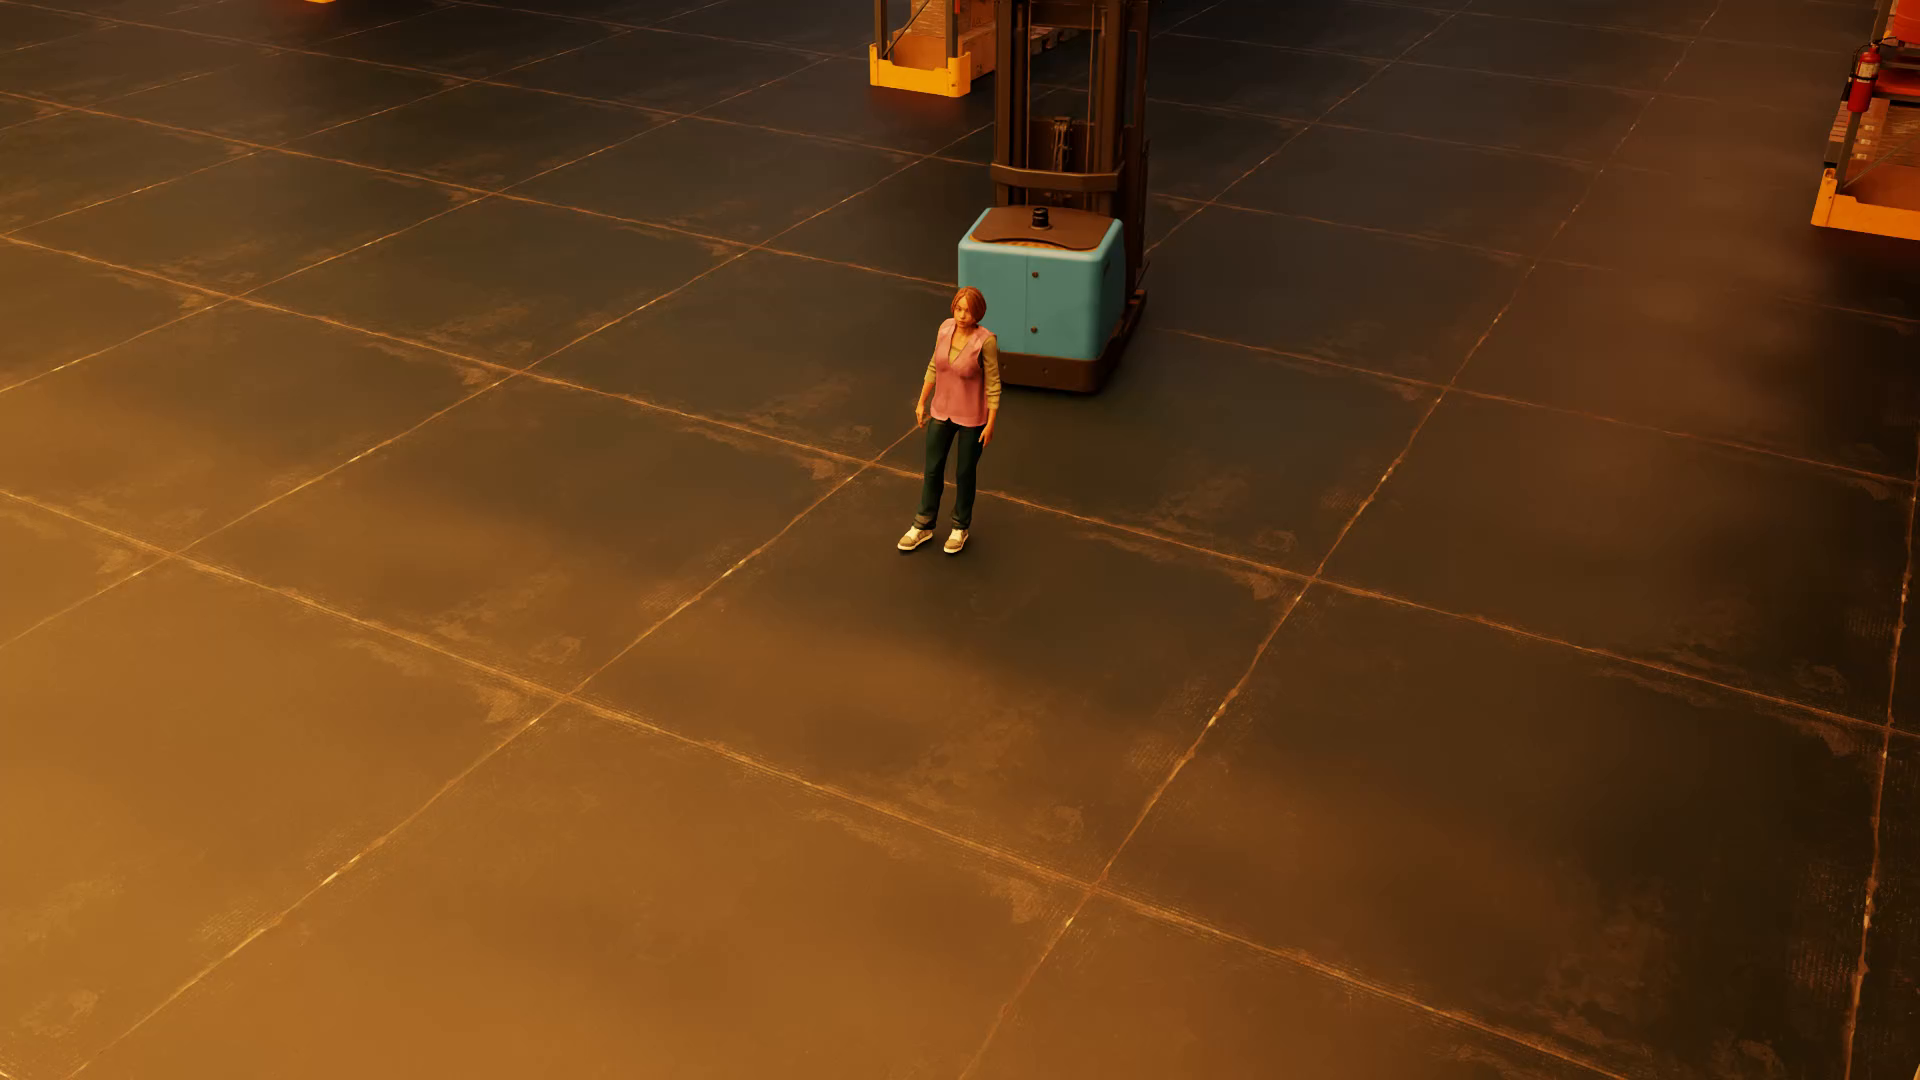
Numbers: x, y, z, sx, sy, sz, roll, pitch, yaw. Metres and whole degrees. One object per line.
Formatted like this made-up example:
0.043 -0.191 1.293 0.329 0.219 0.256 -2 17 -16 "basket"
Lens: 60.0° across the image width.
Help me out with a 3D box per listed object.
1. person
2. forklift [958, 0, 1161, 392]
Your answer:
-0.049 -0.669 9.549 0.520 1.599 0.473 15 33 25 "person"
0.854 -3.028 12.318 1.130 2.935 3.031 8 31 13 "forklift"
